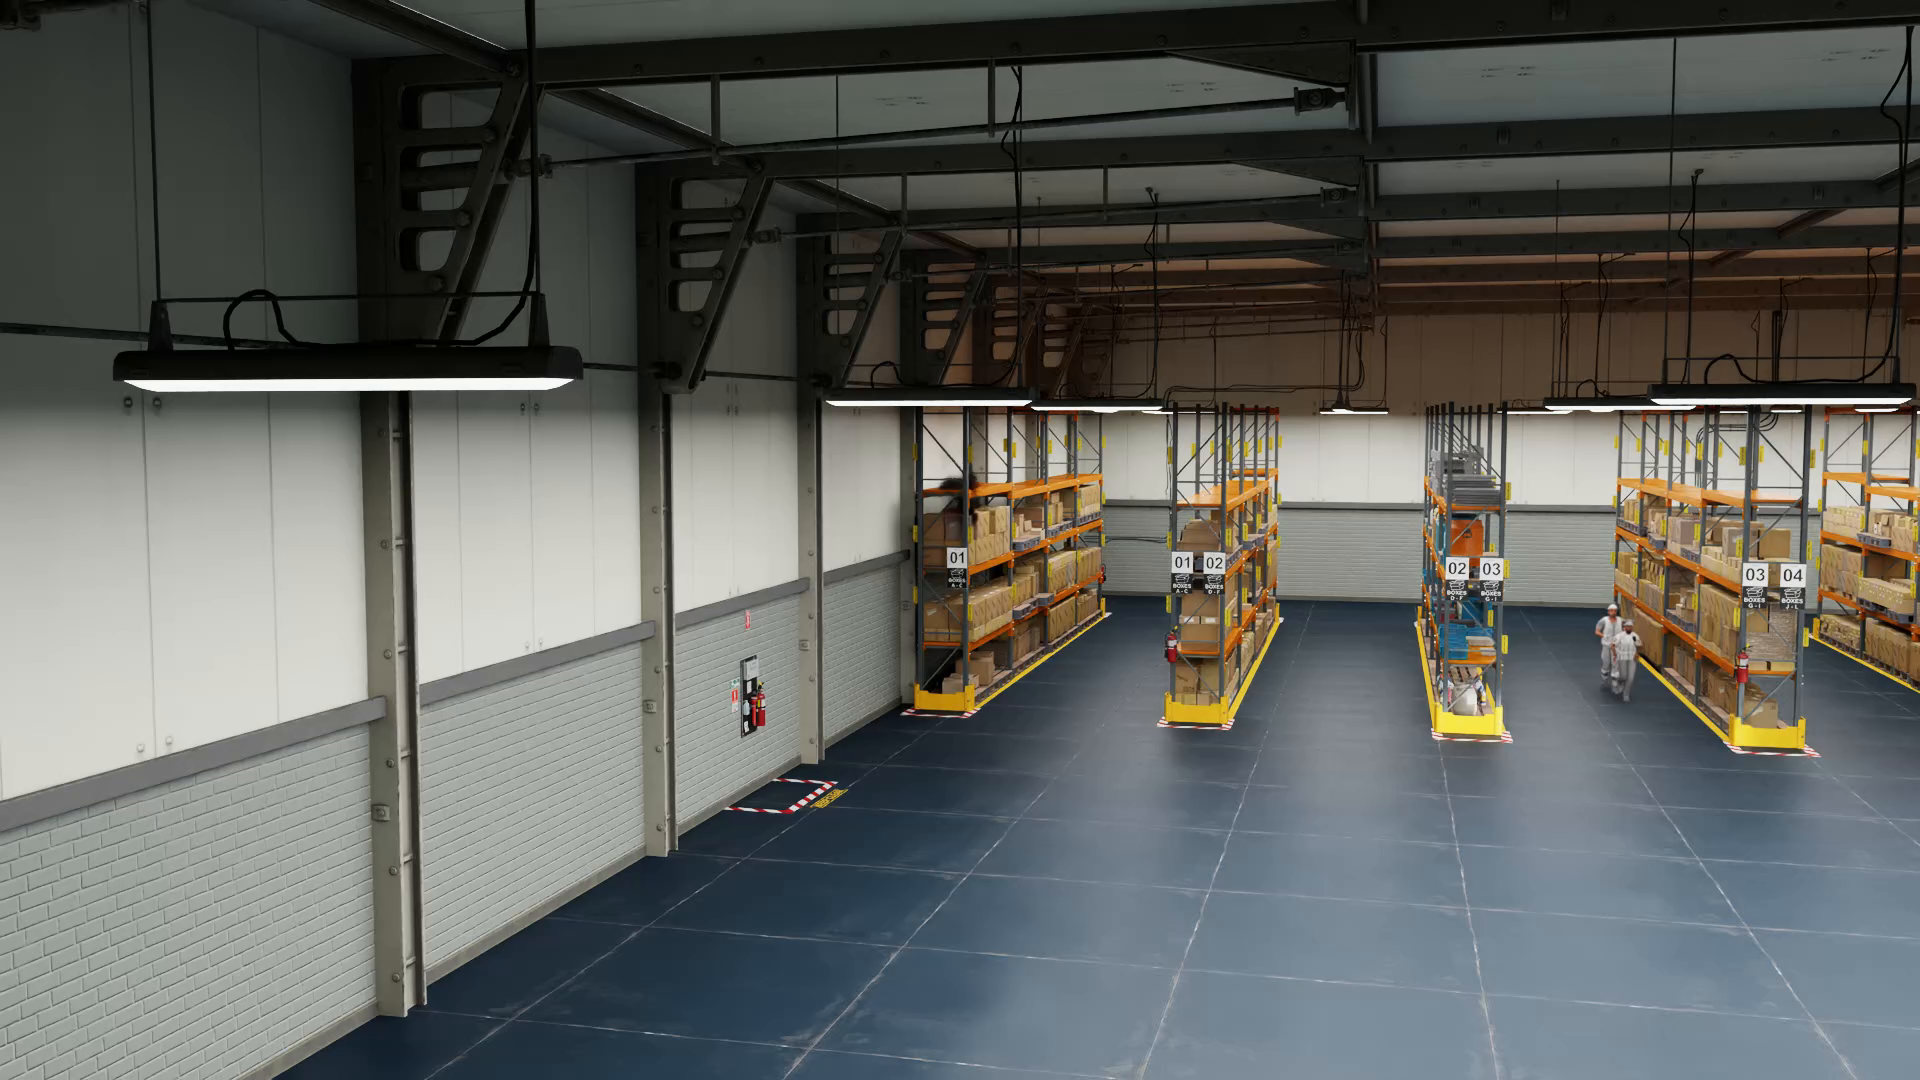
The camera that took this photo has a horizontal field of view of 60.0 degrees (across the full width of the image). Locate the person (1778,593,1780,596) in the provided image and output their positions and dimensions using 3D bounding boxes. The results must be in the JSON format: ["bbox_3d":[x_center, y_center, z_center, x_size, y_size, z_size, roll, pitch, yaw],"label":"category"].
[{"bbox_3d":[22.005,1.642,44.434,0.521,1.626,0.745,1,4,10],"label":"person"}]

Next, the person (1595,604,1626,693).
[{"bbox_3d":[13.668,2.247,34.878,0.681,1.825,0.861,1,4,14],"label":"person"}]

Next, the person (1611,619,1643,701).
[{"bbox_3d":[13.512,2.417,33.676,0.586,1.654,0.556,1,4,12],"label":"person"}]
